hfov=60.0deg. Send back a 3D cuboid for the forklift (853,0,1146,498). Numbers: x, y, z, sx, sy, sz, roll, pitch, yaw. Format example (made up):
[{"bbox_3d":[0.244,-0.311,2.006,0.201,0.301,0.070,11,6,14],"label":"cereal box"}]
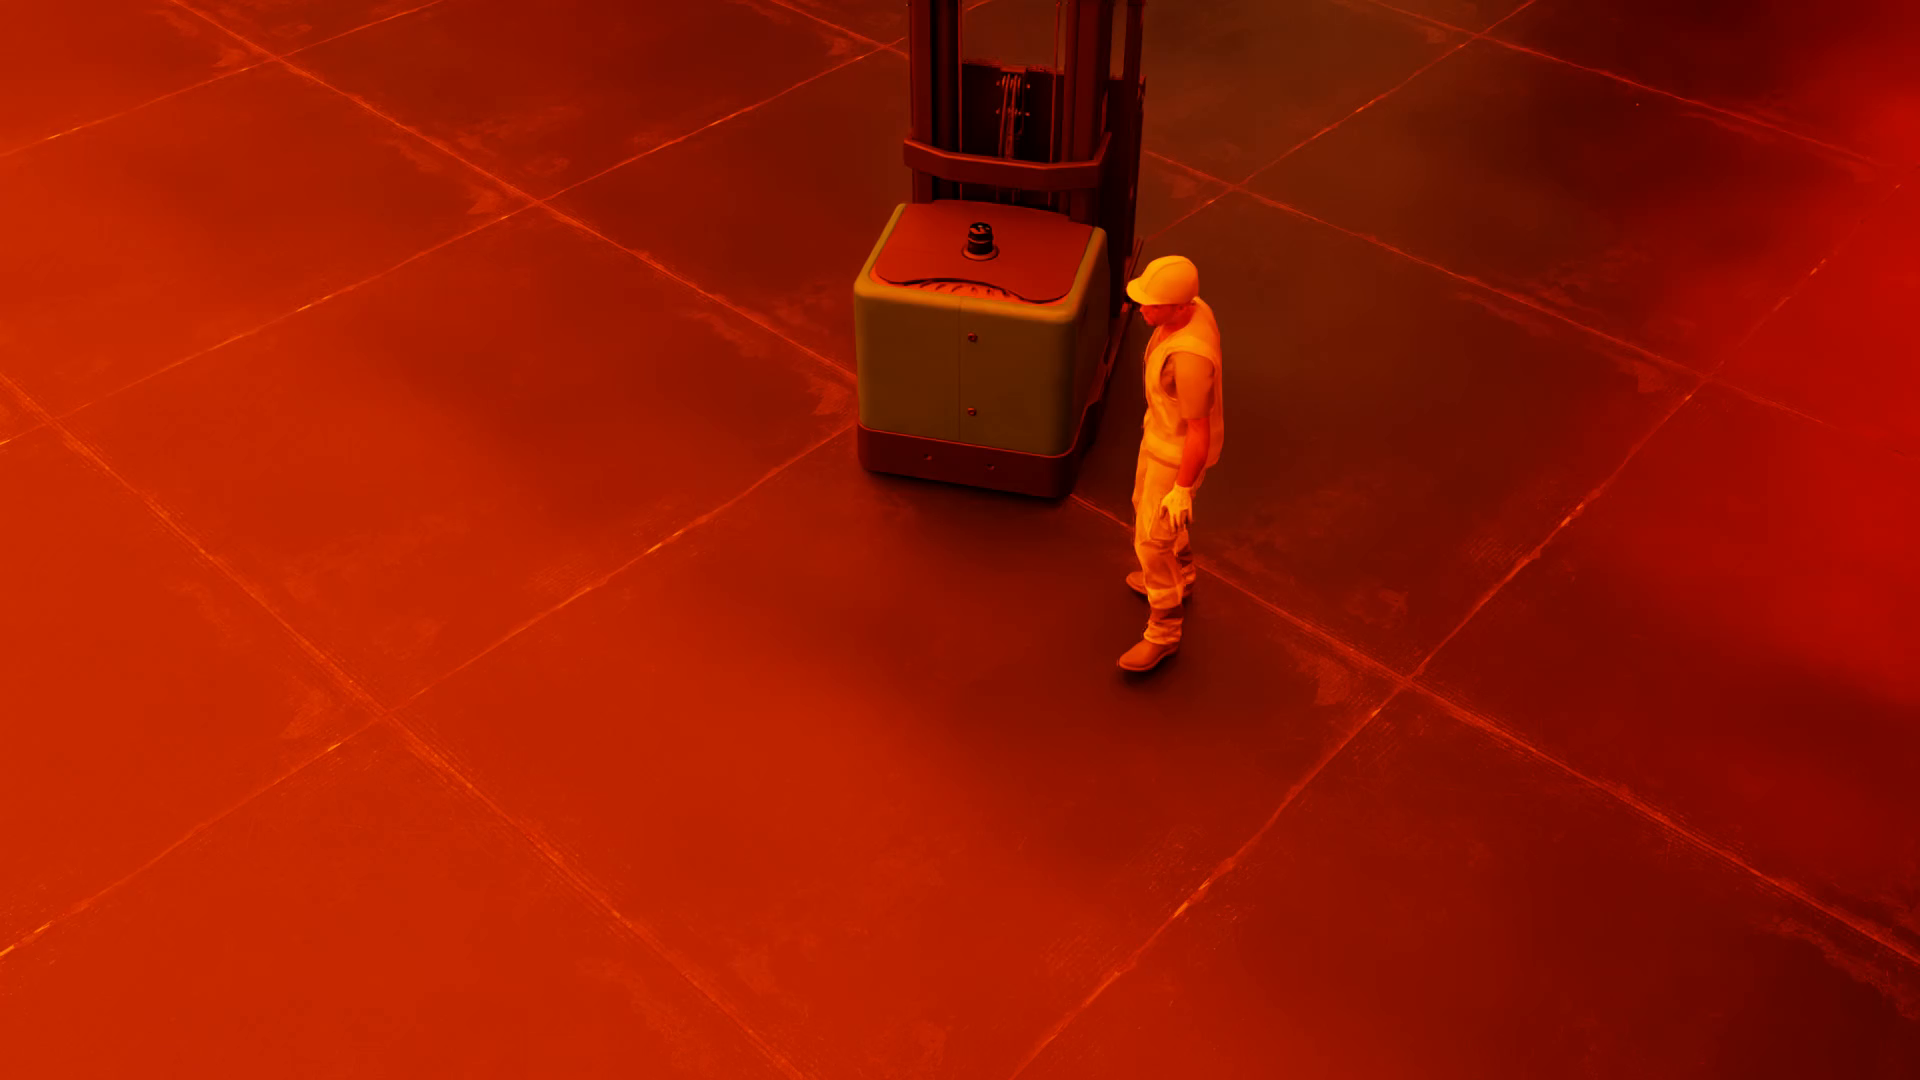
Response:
[{"bbox_3d":[0.360,-2.280,8.086,1.130,2.935,3.031,9,41,11],"label":"forklift"}]

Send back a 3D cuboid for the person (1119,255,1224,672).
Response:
[{"bbox_3d":[0.836,-0.374,6.711,0.429,1.749,0.849,1,41,1],"label":"person"}]
